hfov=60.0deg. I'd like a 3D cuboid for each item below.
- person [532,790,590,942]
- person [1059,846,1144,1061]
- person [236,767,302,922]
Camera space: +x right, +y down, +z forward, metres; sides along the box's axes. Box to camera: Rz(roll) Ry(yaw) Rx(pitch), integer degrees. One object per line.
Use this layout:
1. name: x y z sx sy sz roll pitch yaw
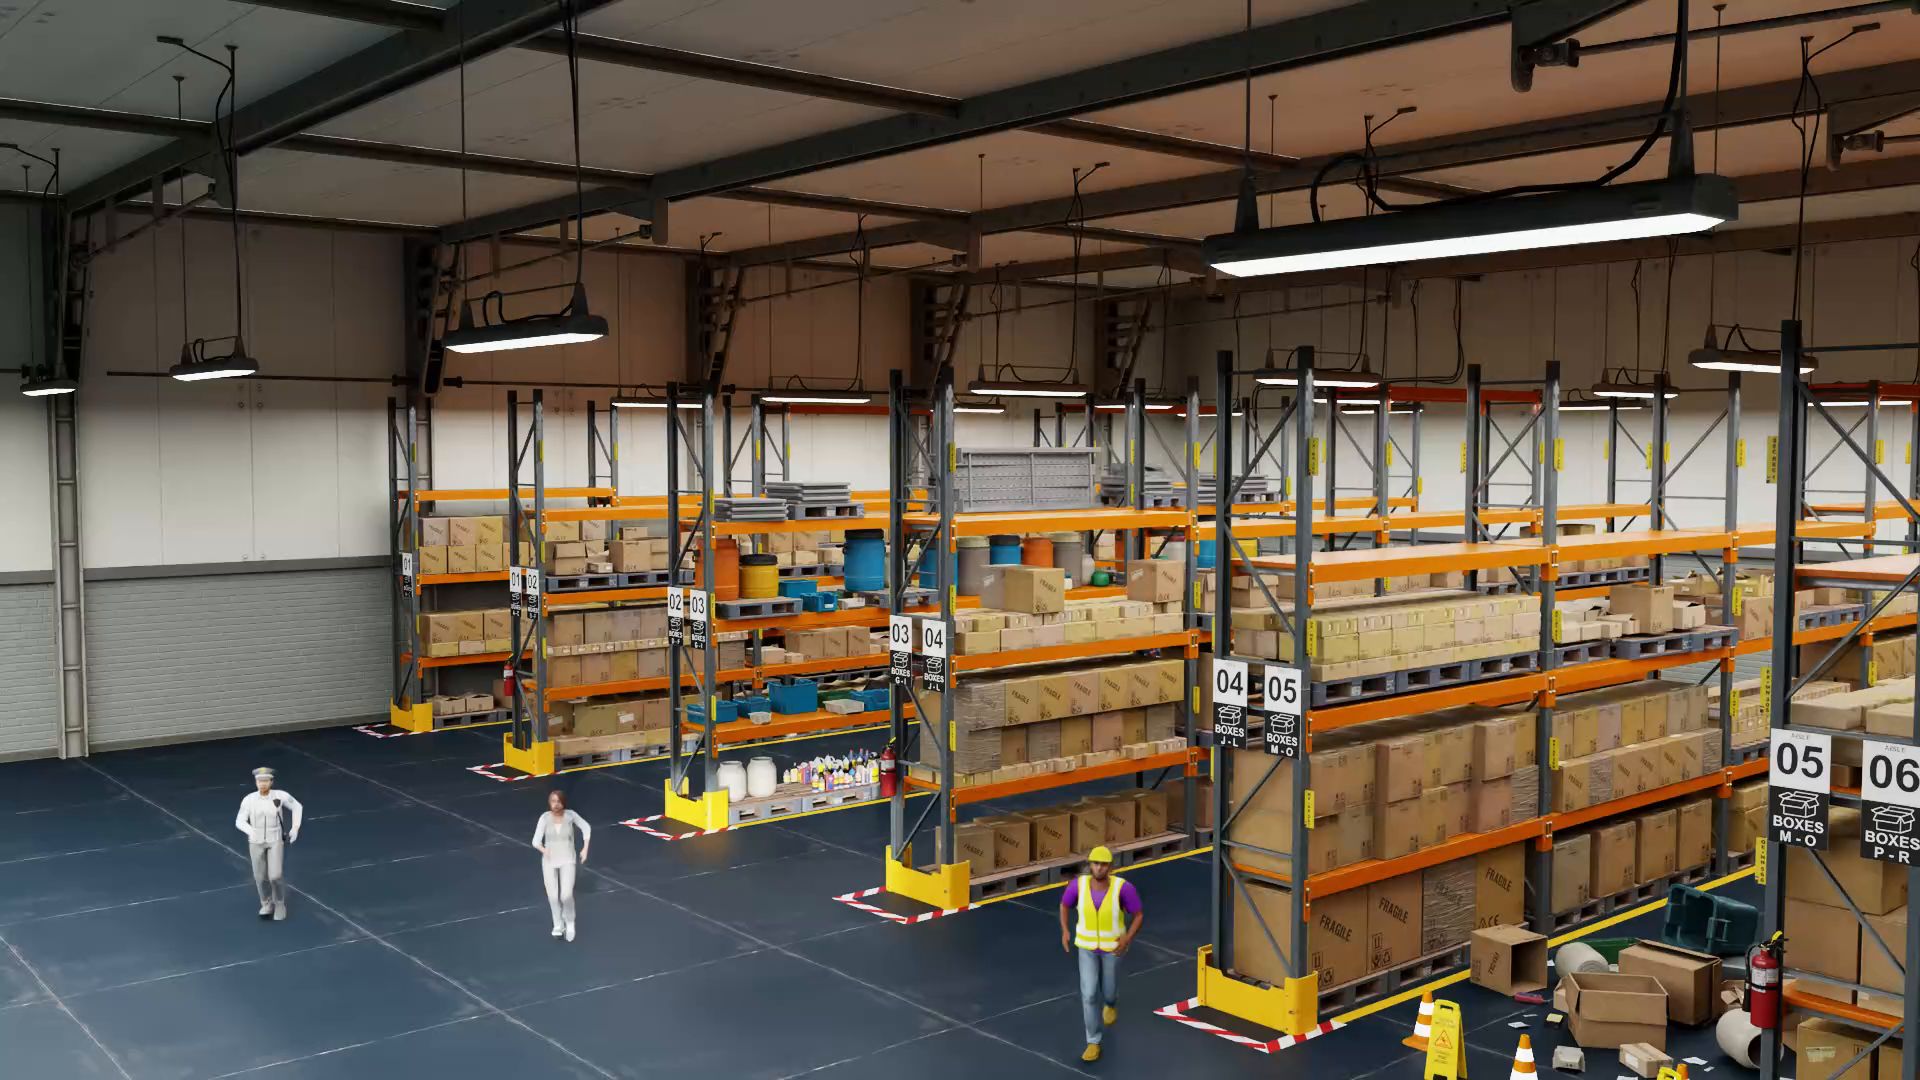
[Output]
1. person: -4.119 3.371 17.167 0.569 1.592 0.641 0 3 -7
2. person: 1.201 3.465 14.206 0.733 1.746 0.831 1 3 10
3. person: -7.449 3.288 17.913 0.643 1.703 0.652 -1 3 -15
